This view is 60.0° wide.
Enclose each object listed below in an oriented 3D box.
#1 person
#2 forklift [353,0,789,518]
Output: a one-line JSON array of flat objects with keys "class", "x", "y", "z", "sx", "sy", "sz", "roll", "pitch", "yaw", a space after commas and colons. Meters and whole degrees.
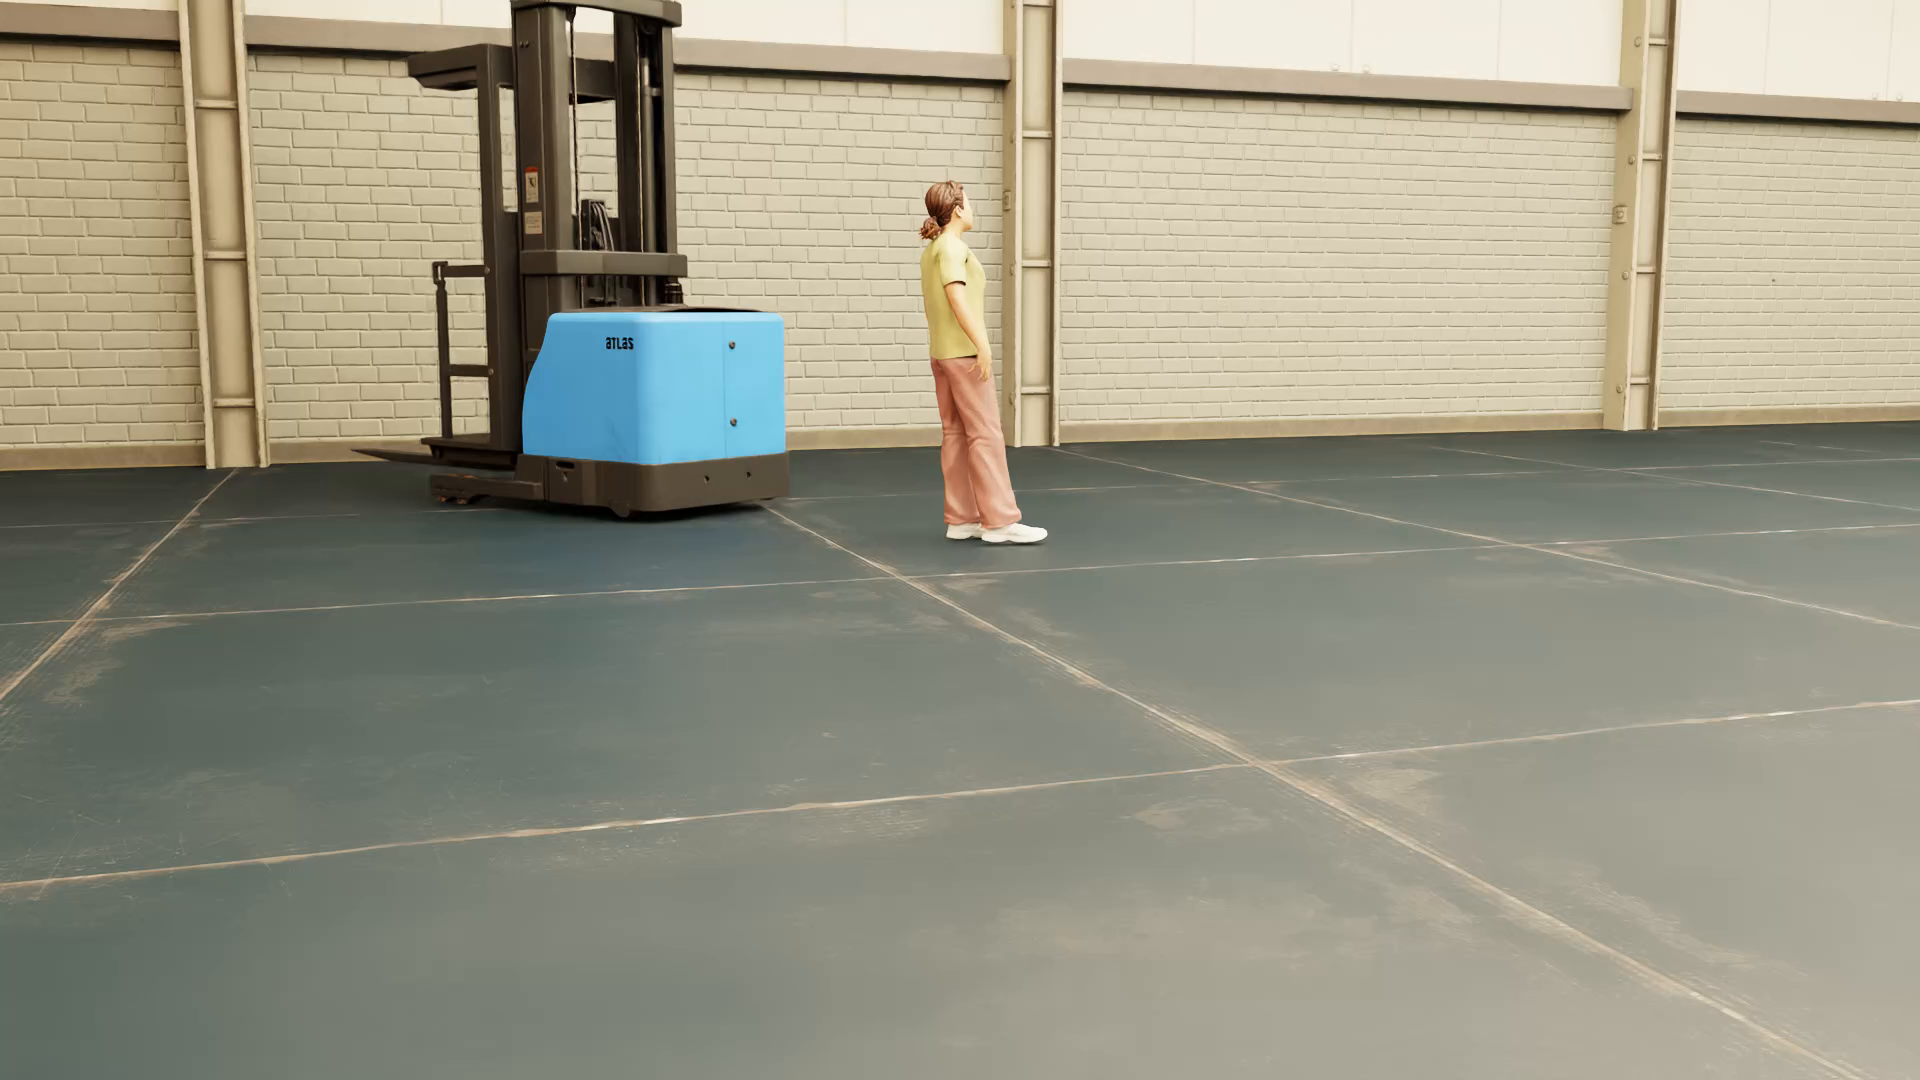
[{"class": "person", "x": 0.073, "y": -0.839, "z": 7.823, "sx": 0.549, "sy": 1.675, "sz": 0.555, "roll": -3, "pitch": 8, "yaw": -18}, {"class": "forklift", "x": -2.413, "y": -1.703, "z": 9.572, "sx": 3.031, "sy": 2.935, "sz": 1.130, "roll": 6, "pitch": 10, "yaw": 38}]
